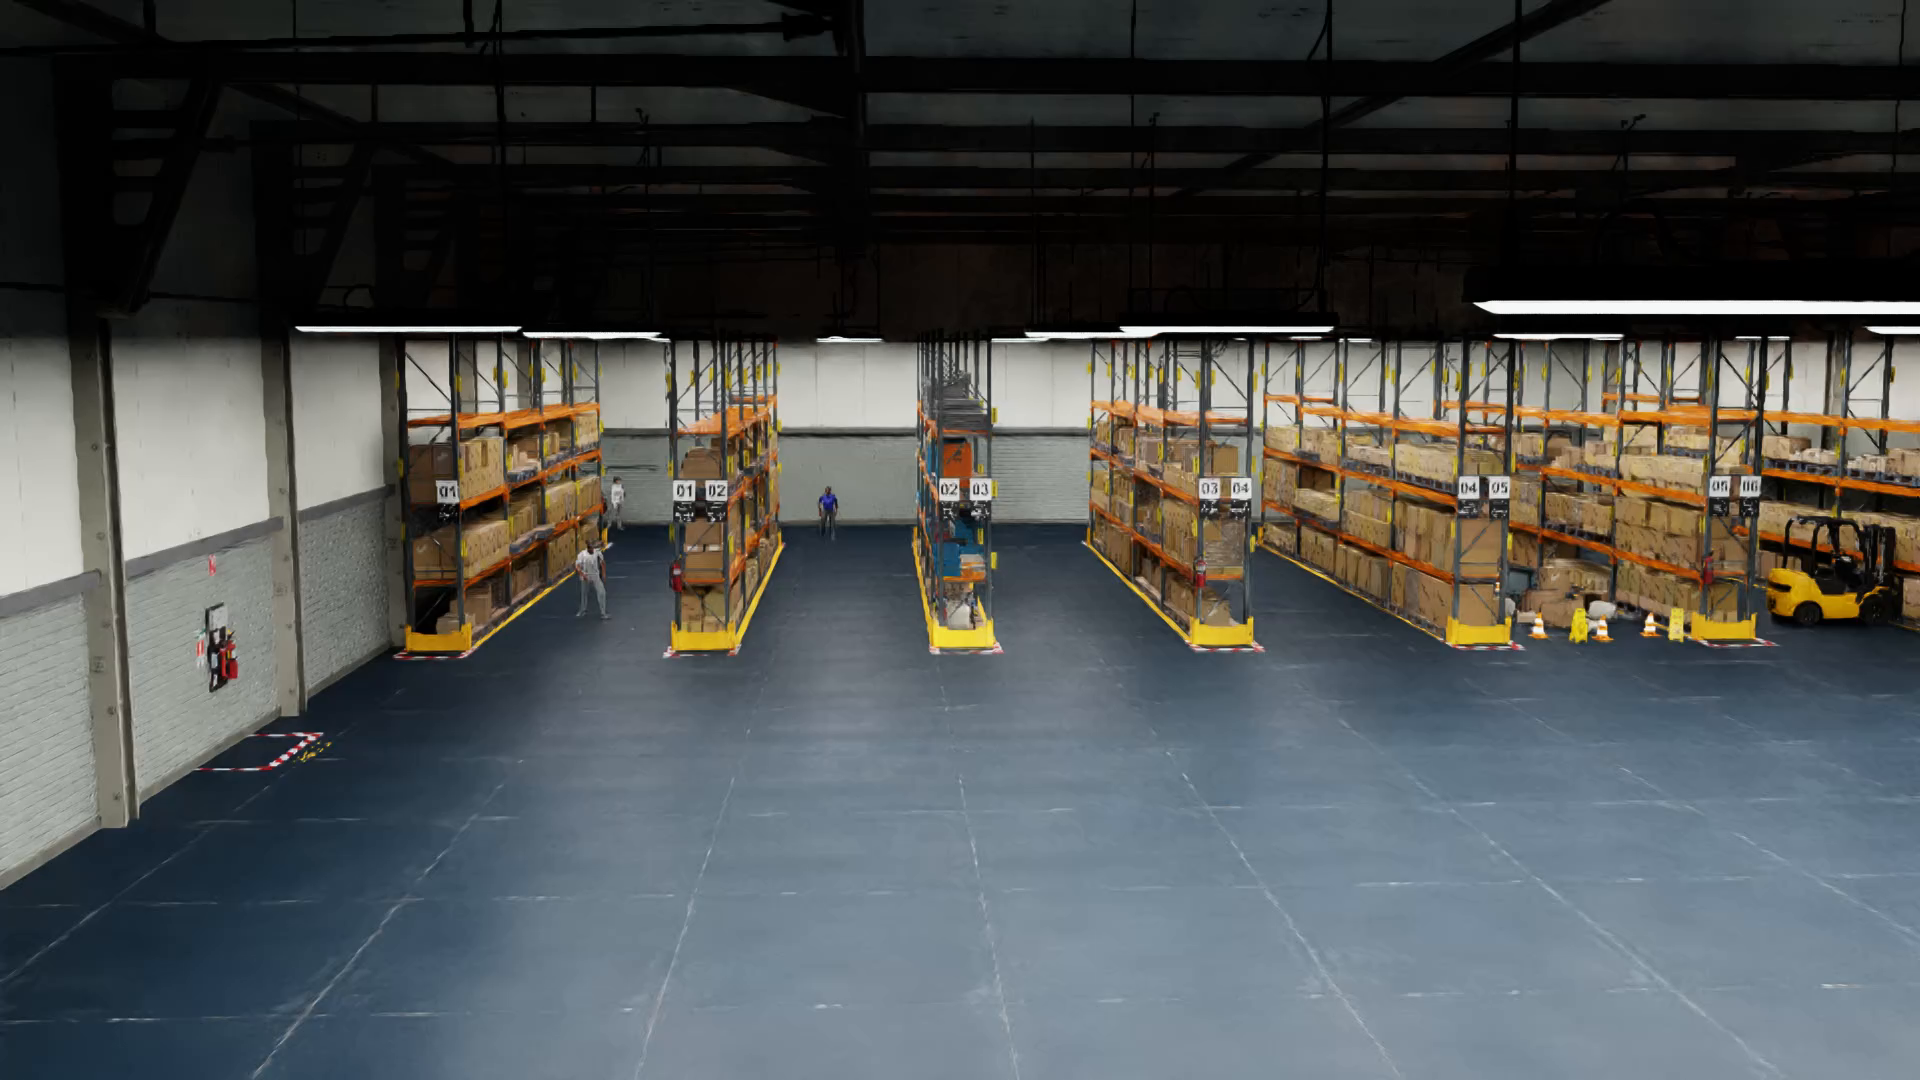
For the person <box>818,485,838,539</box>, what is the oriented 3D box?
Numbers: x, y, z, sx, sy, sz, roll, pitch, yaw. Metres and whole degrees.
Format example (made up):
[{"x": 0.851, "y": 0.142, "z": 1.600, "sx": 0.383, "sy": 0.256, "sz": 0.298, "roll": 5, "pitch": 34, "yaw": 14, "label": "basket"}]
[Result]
[{"x": -3.870, "y": -0.813, "z": 48.795, "sx": 0.592, "sy": 1.604, "sz": 0.518, "roll": -1, "pitch": 7, "yaw": -5, "label": "person"}]

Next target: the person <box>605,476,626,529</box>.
[{"x": -10.678, "y": -1.146, "z": 51.330, "sx": 0.452, "sy": 1.671, "sz": 0.642, "roll": 5, "pitch": 8, "yaw": 37, "label": "person"}]

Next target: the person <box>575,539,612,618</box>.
[{"x": -7.697, "y": 0.788, "z": 34.743, "sx": 0.701, "sy": 1.688, "sz": 0.857, "roll": -2, "pitch": 7, "yaw": -19, "label": "person"}]
